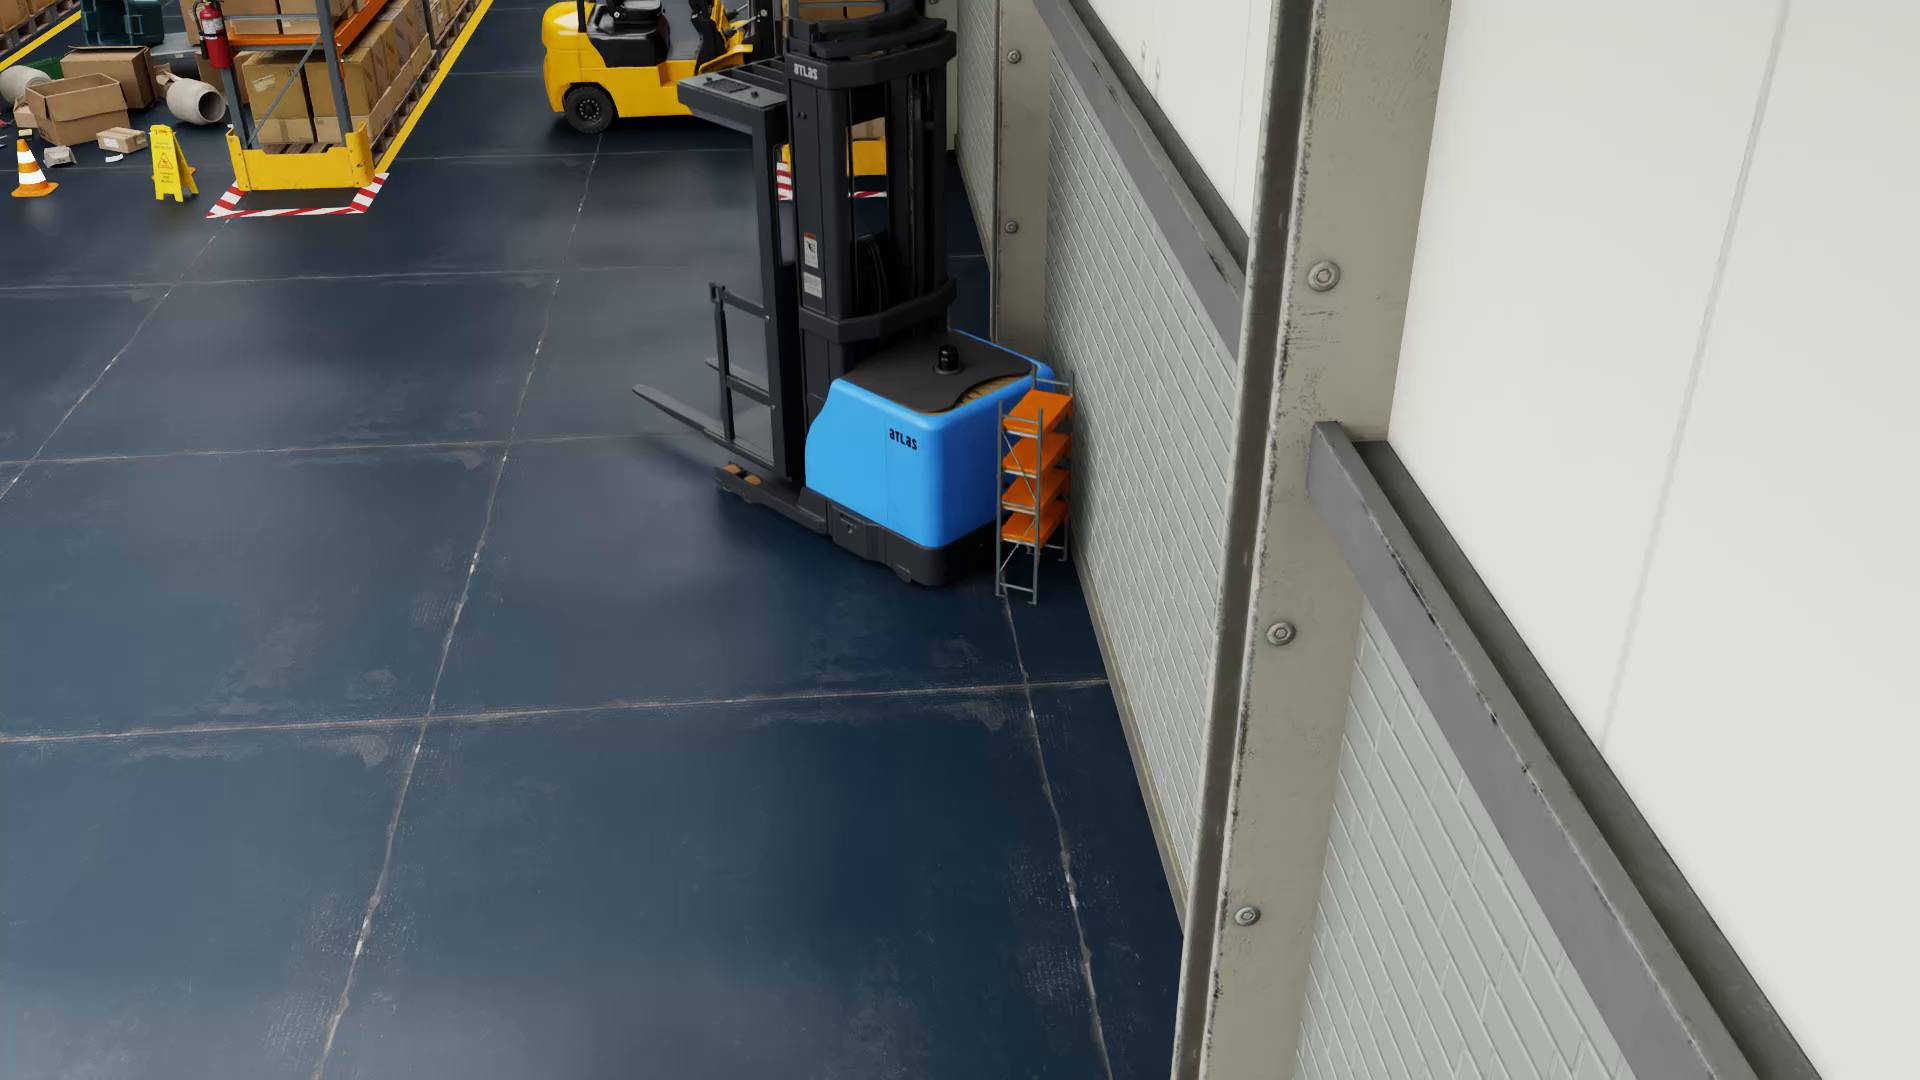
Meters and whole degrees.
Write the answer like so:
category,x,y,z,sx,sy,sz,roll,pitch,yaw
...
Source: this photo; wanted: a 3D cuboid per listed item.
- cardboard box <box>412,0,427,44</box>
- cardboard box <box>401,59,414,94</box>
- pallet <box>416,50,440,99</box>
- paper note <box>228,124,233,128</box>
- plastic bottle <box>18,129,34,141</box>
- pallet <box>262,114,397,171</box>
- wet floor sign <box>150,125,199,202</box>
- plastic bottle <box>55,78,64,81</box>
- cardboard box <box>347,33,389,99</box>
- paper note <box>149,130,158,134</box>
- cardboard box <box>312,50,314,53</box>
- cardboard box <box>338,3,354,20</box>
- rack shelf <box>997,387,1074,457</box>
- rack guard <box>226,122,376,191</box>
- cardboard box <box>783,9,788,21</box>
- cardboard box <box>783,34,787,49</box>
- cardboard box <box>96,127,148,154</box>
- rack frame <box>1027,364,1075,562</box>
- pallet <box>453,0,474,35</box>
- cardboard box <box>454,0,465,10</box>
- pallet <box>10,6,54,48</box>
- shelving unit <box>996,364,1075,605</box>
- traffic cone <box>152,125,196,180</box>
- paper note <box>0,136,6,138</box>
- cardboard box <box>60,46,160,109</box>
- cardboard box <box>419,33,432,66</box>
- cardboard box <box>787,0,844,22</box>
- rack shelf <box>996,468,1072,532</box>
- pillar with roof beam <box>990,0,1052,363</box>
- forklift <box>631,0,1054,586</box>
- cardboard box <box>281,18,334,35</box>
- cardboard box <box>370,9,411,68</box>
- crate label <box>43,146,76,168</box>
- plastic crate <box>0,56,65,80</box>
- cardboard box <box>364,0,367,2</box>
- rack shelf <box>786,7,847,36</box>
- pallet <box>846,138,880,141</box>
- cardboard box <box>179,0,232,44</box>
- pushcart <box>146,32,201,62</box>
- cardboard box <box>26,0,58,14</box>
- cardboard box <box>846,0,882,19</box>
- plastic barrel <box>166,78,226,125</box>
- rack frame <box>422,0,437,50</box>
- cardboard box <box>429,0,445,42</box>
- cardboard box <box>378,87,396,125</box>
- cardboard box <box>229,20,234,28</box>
category,x,y,z,sx,sy,sz,roll,pitch,yaw
cardboard box,-6.017,-5.593,17.730,0.500,0.500,0.500,-3,31,-5
cardboard box,-5.914,-4.740,17.033,0.500,0.250,0.500,-2,31,-4
pallet,-6.241,-5.022,17.953,1.003,0.211,1.213,-3,31,-5
paper note,-7.274,-4.165,16.693,0.142,0.019,0.148,-14,33,-22
plastic bottle,-9.202,-3.994,16.377,0.133,0.061,0.283,-14,33,-22
pallet,-6.013,-3.777,15.867,1.003,0.211,1.213,-3,31,-5
wet floor sign,-7.013,-3.359,14.745,0.267,0.644,0.232,8,32,13
plastic bottle,-9.730,-4.942,17.964,0.133,0.061,0.283,-20,36,-30
cardboard box,-5.822,-4.544,15.974,0.500,0.500,0.500,-4,31,-6
paper note,-7.966,-4.067,16.541,0.148,0.019,0.142,8,32,13
cardboard box,-6.352,-4.503,15.905,0.500,0.500,0.500,-2,31,-3
cardboard box,-5.773,-4.861,15.209,0.380,0.149,0.250,-4,31,-6
rack shelf,0.408,-0.636,8.879,0.258,0.148,0.480,12,33,20
rack guard,-5.973,-3.484,15.096,1.175,0.500,0.348,-3,31,-5
cardboard box,-1.528,-5.184,16.801,0.500,0.250,0.500,-3,31,-6
cardboard box,-1.431,-4.668,15.937,0.500,0.250,0.500,-2,31,-4
cardboard box,-8.099,-3.867,16.079,0.380,0.149,0.250,13,33,21
rack frame,0.503,-0.414,9.273,0.240,1.200,0.015,12,33,20
pallet,-6.531,-6.385,20.235,1.003,0.211,1.213,-3,31,-5
cardboard box,-6.528,-6.602,20.032,0.950,0.372,0.625,-2,31,-3
pallet,-11.523,-6.089,19.739,1.003,0.211,1.213,-3,31,-5
shelving unit,0.408,-0.299,9.081,0.258,1.200,0.503,12,33,20
traffic cone,-7.290,-3.587,15.305,0.336,0.463,0.334,-3,31,-5
paper note,-9.444,-3.964,16.377,0.032,0.001,0.123,13,33,21
cardboard box,-8.746,-4.757,17.092,0.797,0.637,0.503,-3,31,-5
cardboard box,-6.016,-5.271,17.923,0.500,0.250,0.500,-1,31,-2
cardboard box,-1.331,-5.040,15.165,0.500,0.500,0.500,-3,31,-6
rack shelf,0.408,-0.241,9.115,0.258,0.148,0.480,12,33,20
pillar with roof beam,-3.917,-4.463,8.446,9.100,9.000,0.400,-3,31,-5
forklift,-0.861,-1.654,9.661,3.031,2.935,1.130,27,40,37
cardboard box,-5.791,-4.594,14.761,0.380,0.149,0.250,-3,31,-4
cardboard box,-5.919,-5.073,16.859,0.500,0.500,0.500,-1,31,-2
crate label,-8.499,-3.619,15.675,0.250,0.136,0.298,-20,36,-30
plastic crate,-9.938,-5.063,17.988,0.450,0.188,0.662,4,30,26
cardboard box,-5.809,-5.124,15.648,0.380,0.149,0.250,-2,31,-3
rack shelf,-1.211,-5.470,16.685,1.077,0.370,4.000,-3,31,-5
pallet,-1.137,-3.949,16.157,1.003,0.211,1.213,-3,31,-5
cardboard box,-8.109,-5.712,18.087,0.500,0.500,0.500,-3,31,-5
pushcart,-8.605,-5.300,18.256,1.648,0.377,0.936,-14,33,-22
cardboard box,-11.580,-6.767,19.939,1.050,0.750,0.750,-2,31,-4
cardboard box,-0.794,-5.067,15.211,0.500,0.500,0.500,-2,31,-3
plastic barrel,-7.666,-4.394,16.695,0.512,0.421,0.421,20,36,29
rack frame,-6.339,-6.561,17.809,1.000,3.000,0.127,-3,31,-5
cardboard box,-6.391,-5.880,18.823,0.950,0.372,0.625,-2,31,-4
cardboard box,-5.806,-4.204,16.136,0.500,0.250,0.500,-2,31,-3
cardboard box,-6.348,-4.715,14.965,0.380,0.149,0.250,-3,31,-5
